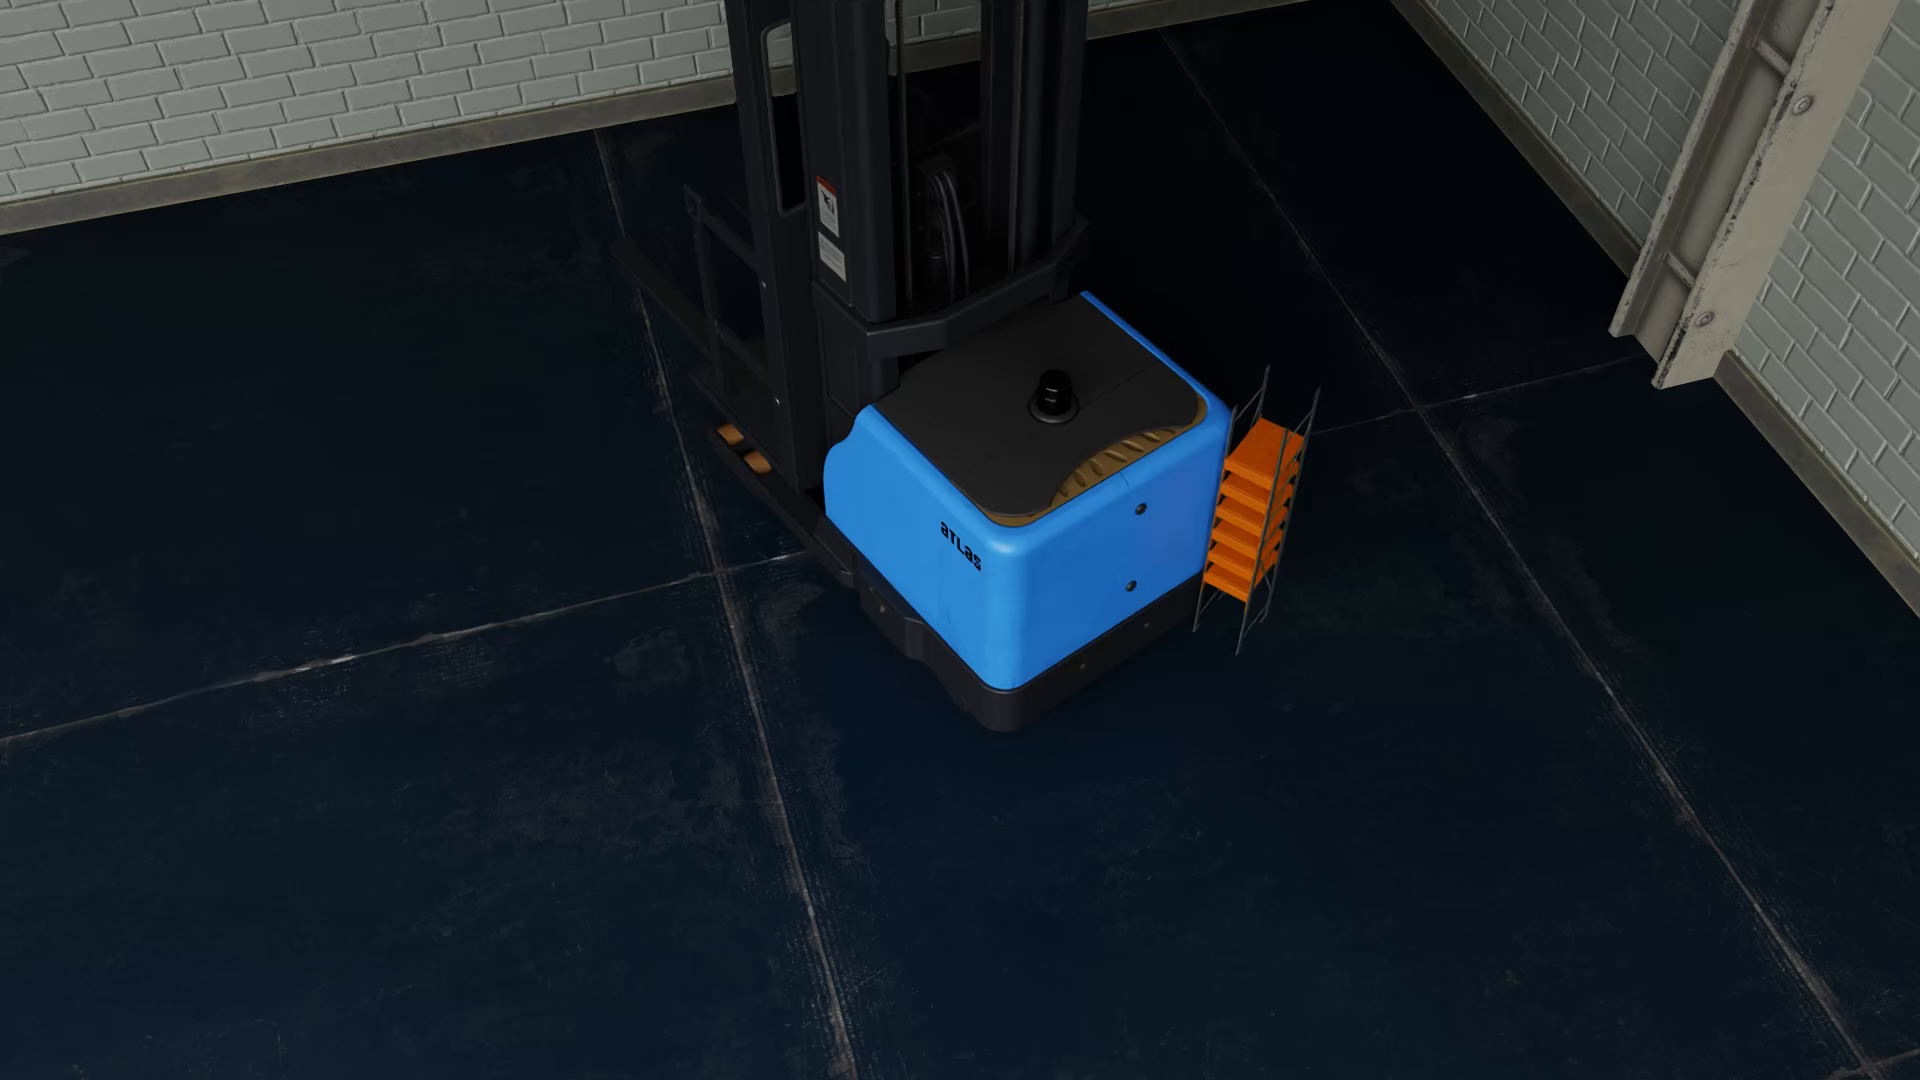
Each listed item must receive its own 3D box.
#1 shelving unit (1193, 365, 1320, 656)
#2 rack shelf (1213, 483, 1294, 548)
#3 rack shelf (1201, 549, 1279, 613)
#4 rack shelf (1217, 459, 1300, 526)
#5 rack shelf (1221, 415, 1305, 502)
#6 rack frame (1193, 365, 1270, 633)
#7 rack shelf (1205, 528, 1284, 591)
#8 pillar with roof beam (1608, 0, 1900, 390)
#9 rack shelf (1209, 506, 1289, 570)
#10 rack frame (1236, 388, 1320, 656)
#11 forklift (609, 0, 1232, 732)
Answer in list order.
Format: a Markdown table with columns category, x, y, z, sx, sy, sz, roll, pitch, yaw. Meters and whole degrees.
| category | x | y | z | sx | sy | sz | roll | pitch | yaw |
| --- | --- | --- | --- | --- | --- | --- | --- | --- | --- |
| shelving unit | 1.021 | -0.072 | 5.815 | 0.189 | 1.200 | 0.258 | 28 | 55 | 22 |
| rack shelf | 1.021 | -0.121 | 5.757 | 0.180 | 0.103 | 0.258 | 28 | 55 | 22 |
| rack shelf | 1.020 | 0.111 | 6.033 | 0.180 | 0.103 | 0.258 | 28 | 55 | 22 |
| rack shelf | 1.021 | -0.198 | 5.666 | 0.180 | 0.103 | 0.258 | 28 | 55 | 22 |
| rack shelf | 1.021 | -0.275 | 5.574 | 0.180 | 0.103 | 0.258 | 28 | 55 | 22 |
| rack frame | 0.946 | -0.112 | 5.849 | 0.006 | 1.200 | 0.240 | 28 | 55 | 22 |
| rack shelf | 1.021 | 0.034 | 5.941 | 0.180 | 0.103 | 0.258 | 28 | 55 | 22 |
| pillar with roof beam | -1.056 | -2.746 | 2.969 | 9.100 | 9.000 | 0.400 | -13 | 51 | -11 |
| rack shelf | 1.021 | -0.043 | 5.849 | 0.180 | 0.103 | 0.258 | 28 | 55 | 22 |
| rack frame | 1.096 | -0.032 | 5.782 | 0.006 | 1.200 | 0.240 | 28 | 55 | 22 |
| forklift | -0.370 | -1.350 | 5.761 | 1.130 | 2.935 | 3.031 | -30 | 56 | -23 |
